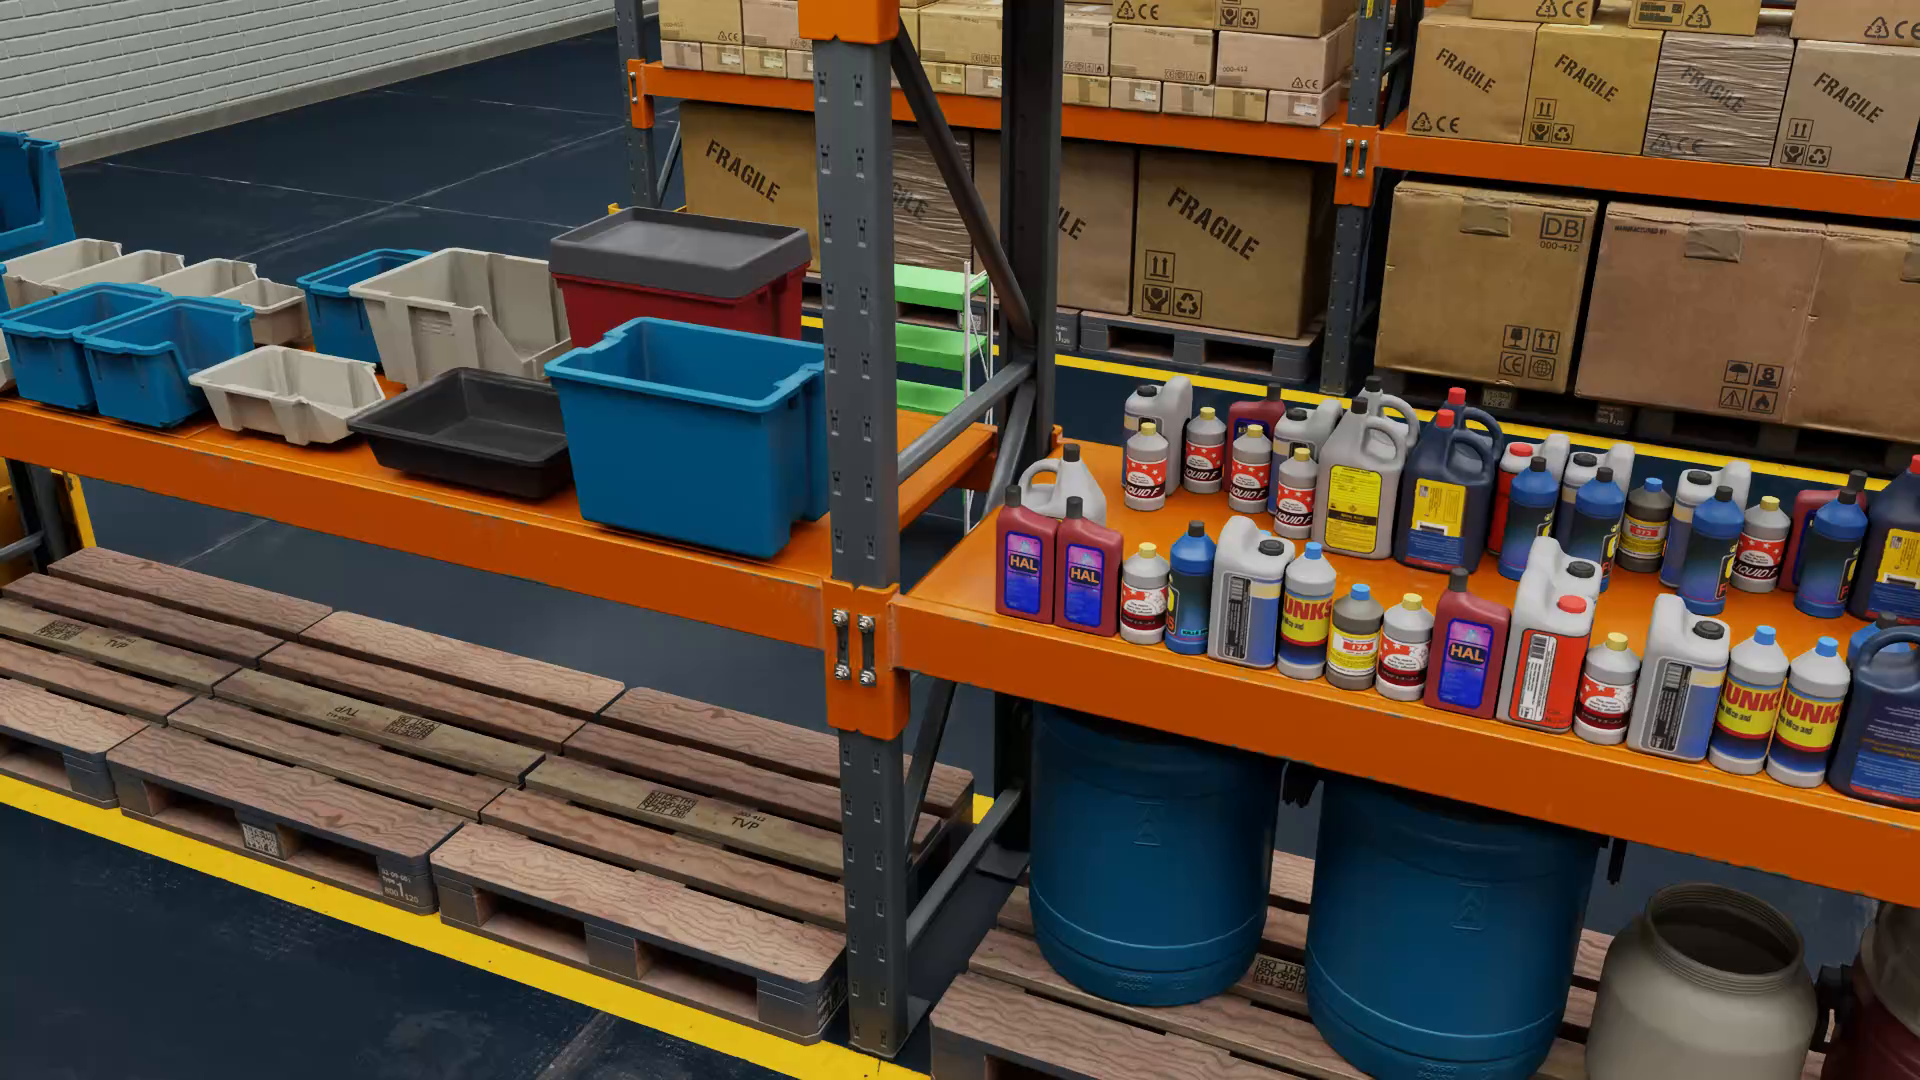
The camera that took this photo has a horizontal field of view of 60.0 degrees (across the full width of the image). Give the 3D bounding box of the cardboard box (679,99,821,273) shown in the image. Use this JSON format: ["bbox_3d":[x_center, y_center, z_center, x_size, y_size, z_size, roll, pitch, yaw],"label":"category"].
[{"bbox_3d":[-0.991,-2.136,9.623,0.875,0.875,0.875,11,28,22],"label":"cardboard box"}]

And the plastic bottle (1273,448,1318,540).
[{"bbox_3d":[0.775,-0.111,3.805,0.097,0.201,0.097,0,26,0],"label":"plastic bottle"}]

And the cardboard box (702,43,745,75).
[{"bbox_3d":[-1.186,-2.629,8.979,0.250,0.149,0.380,11,28,21],"label":"cardboard box"}]

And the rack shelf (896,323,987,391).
[{"bbox_3d":[-0.151,-0.727,6.469,0.480,0.148,0.258,11,28,22],"label":"rack shelf"}]

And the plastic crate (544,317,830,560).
[{"bbox_3d":[-0.582,-0.231,3.773,0.575,0.384,0.392,11,28,22],"label":"plastic crate"}]

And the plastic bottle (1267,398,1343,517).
[{"bbox_3d":[0.809,-0.199,3.898,0.135,0.276,0.152,11,28,22],"label":"plastic bottle"}]

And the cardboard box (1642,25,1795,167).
[{"bbox_3d":[3.263,-1.932,7.164,0.500,0.500,0.500,11,28,21],"label":"cardboard box"}]

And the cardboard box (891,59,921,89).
[{"bbox_3d":[-0.249,-2.442,8.597,0.250,0.149,0.380,11,28,21],"label":"cardboard box"}]

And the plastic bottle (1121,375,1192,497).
[{"bbox_3d":[0.477,-0.265,4.033,0.135,0.276,0.152,11,28,22],"label":"plastic bottle"}]

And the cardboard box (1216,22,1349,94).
[{"bbox_3d":[1.524,-2.296,7.850,0.500,0.250,0.500,11,28,21],"label":"cardboard box"}]

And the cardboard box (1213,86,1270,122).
[{"bbox_3d":[1.386,-2.113,7.930,0.250,0.149,0.380,12,29,23],"label":"cardboard box"}]

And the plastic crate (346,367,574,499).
[{"bbox_3d":[-1.146,-0.263,4.132,0.590,0.125,0.437,11,28,22],"label":"plastic crate"}]

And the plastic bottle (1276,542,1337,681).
[{"bbox_3d":[0.675,0.132,3.232,0.097,0.271,0.097,0,26,0],"label":"plastic bottle"}]

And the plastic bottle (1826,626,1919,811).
[{"bbox_3d":[1.623,0.275,2.851,0.185,0.351,0.144,11,28,22],"label":"plastic bottle"}]

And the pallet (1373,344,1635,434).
[{"bbox_3d":[2.768,-0.893,8.324,1.213,0.211,1.003,11,28,22],"label":"pallet"}]

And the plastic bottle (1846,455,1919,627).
[{"bbox_3d":[1.959,-0.003,3.416,0.185,0.351,0.144,11,28,22],"label":"plastic bottle"}]

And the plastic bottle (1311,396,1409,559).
[{"bbox_3d":[0.897,-0.146,3.707,0.185,0.351,0.144,11,28,22],"label":"plastic bottle"}]

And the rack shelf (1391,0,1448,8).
[{"bbox_3d":[2.359,-4.273,12.848,4.000,0.370,1.077,11,28,22],"label":"rack shelf"}]

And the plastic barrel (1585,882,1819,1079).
[{"bbox_3d":[1.594,1.040,3.584,0.421,0.512,0.421,0,26,0],"label":"plastic barrel"}]

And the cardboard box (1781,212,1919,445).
[{"bbox_3d":[4.248,-1.059,7.435,0.875,0.875,1.225,11,28,22],"label":"cardboard box"}]

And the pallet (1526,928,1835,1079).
[{"bbox_3d":[1.784,1.368,3.732,1.213,0.211,1.003,11,28,22],"label":"pallet"}]

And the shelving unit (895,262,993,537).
[{"bbox_3d":[-0.151,-0.569,6.546,0.503,1.200,0.258,11,28,22],"label":"shelving unit"}]

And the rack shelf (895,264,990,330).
[{"bbox_3d":[-0.151,-0.942,6.363,0.480,0.148,0.258,11,28,22],"label":"rack shelf"}]

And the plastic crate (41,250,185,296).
[{"bbox_3d":[-2.582,-0.768,5.144,0.243,0.136,0.396,11,28,22],"label":"plastic crate"}]

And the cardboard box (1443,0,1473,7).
[{"bbox_3d":[2.573,-2.324,7.961,0.500,0.500,0.500,11,28,22],"label":"cardboard box"}]

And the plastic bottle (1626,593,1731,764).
[{"bbox_3d":[1.302,0.242,3.003,0.135,0.276,0.152,11,28,22],"label":"plastic bottle"}]

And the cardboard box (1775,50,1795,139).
[{"bbox_3d":[3.953,-2.044,7.393,0.500,0.500,0.500,11,28,22],"label":"cardboard box"}]

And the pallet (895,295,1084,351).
[{"bbox_3d":[0.260,-1.396,9.347,1.213,0.211,1.003,11,28,22],"label":"pallet"}]

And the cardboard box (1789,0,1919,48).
[{"bbox_3d":[3.811,-2.399,6.977,0.637,0.503,0.797,12,29,23],"label":"cardboard box"}]

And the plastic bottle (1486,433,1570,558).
[{"bbox_3d":[1.268,-0.106,3.710,0.135,0.276,0.152,11,28,22],"label":"plastic bottle"}]

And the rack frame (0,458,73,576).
[{"bbox_3d":[-3.657,-0.994,5.374,0.127,3.000,1.000,11,28,22],"label":"rack frame"}]

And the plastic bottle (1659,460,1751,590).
[{"bbox_3d":[1.602,-0.039,3.574,0.135,0.276,0.152,11,28,22],"label":"plastic bottle"}]

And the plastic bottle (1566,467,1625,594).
[{"bbox_3d":[1.356,-0.026,3.553,0.097,0.271,0.097,0,26,0],"label":"plastic bottle"}]

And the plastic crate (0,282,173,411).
[{"bbox_3d":[-2.370,-0.528,4.548,0.300,0.233,0.416,11,28,22],"label":"plastic crate"}]

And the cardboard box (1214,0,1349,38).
[{"bbox_3d":[1.505,-2.634,7.687,0.500,0.500,0.500,12,29,23],"label":"cardboard box"}]

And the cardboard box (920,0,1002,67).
[{"bbox_3d":[0.127,-2.577,8.421,0.500,0.250,0.500,11,28,21],"label":"cardboard box"}]

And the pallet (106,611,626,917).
[{"bbox_3d":[-1.816,0.647,5.198,1.213,0.211,1.003,11,28,22],"label":"pallet"}]

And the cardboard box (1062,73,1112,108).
[{"bbox_3d":[0.684,-2.254,8.216,0.250,0.149,0.380,12,29,23],"label":"cardboard box"}]

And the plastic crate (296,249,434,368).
[{"bbox_3d":[-1.681,-0.674,4.844,0.300,0.233,0.416,11,28,22],"label":"plastic crate"}]

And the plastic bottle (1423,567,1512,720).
[{"bbox_3d":[0.950,0.190,3.100,0.133,0.283,0.061,11,28,22],"label":"plastic bottle"}]

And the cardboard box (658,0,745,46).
[{"bbox_3d":[-1.282,-2.856,8.988,0.500,0.250,0.500,11,28,20],"label":"cardboard box"}]

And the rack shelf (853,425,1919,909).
[{"bbox_3d":[1.805,0.425,3.305,4.000,0.370,1.077,11,28,22],"label":"rack shelf"}]

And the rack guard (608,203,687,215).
[{"bbox_3d":[-1.629,-1.869,9.980,0.348,0.500,1.175,11,28,22],"label":"rack guard"}]

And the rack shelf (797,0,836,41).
[{"bbox_3d":[-1.836,-1.652,4.127,4.000,0.370,1.077,11,28,22],"label":"rack shelf"}]

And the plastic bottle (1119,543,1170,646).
[{"bbox_3d":[0.375,0.103,3.370,0.097,0.201,0.097,0,26,0],"label":"plastic bottle"}]

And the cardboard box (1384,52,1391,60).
[{"bbox_3d":[3.228,-3.692,12.932,0.250,0.149,0.380,11,28,20],"label":"cardboard box"}]

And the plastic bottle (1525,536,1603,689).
[{"bbox_3d":[1.154,0.139,3.213,0.135,0.276,0.152,11,28,22],"label":"plastic bottle"}]

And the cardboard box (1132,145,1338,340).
[{"bbox_3d":[1.467,-1.643,8.620,0.875,0.875,0.875,11,28,22],"label":"cardboard box"}]
